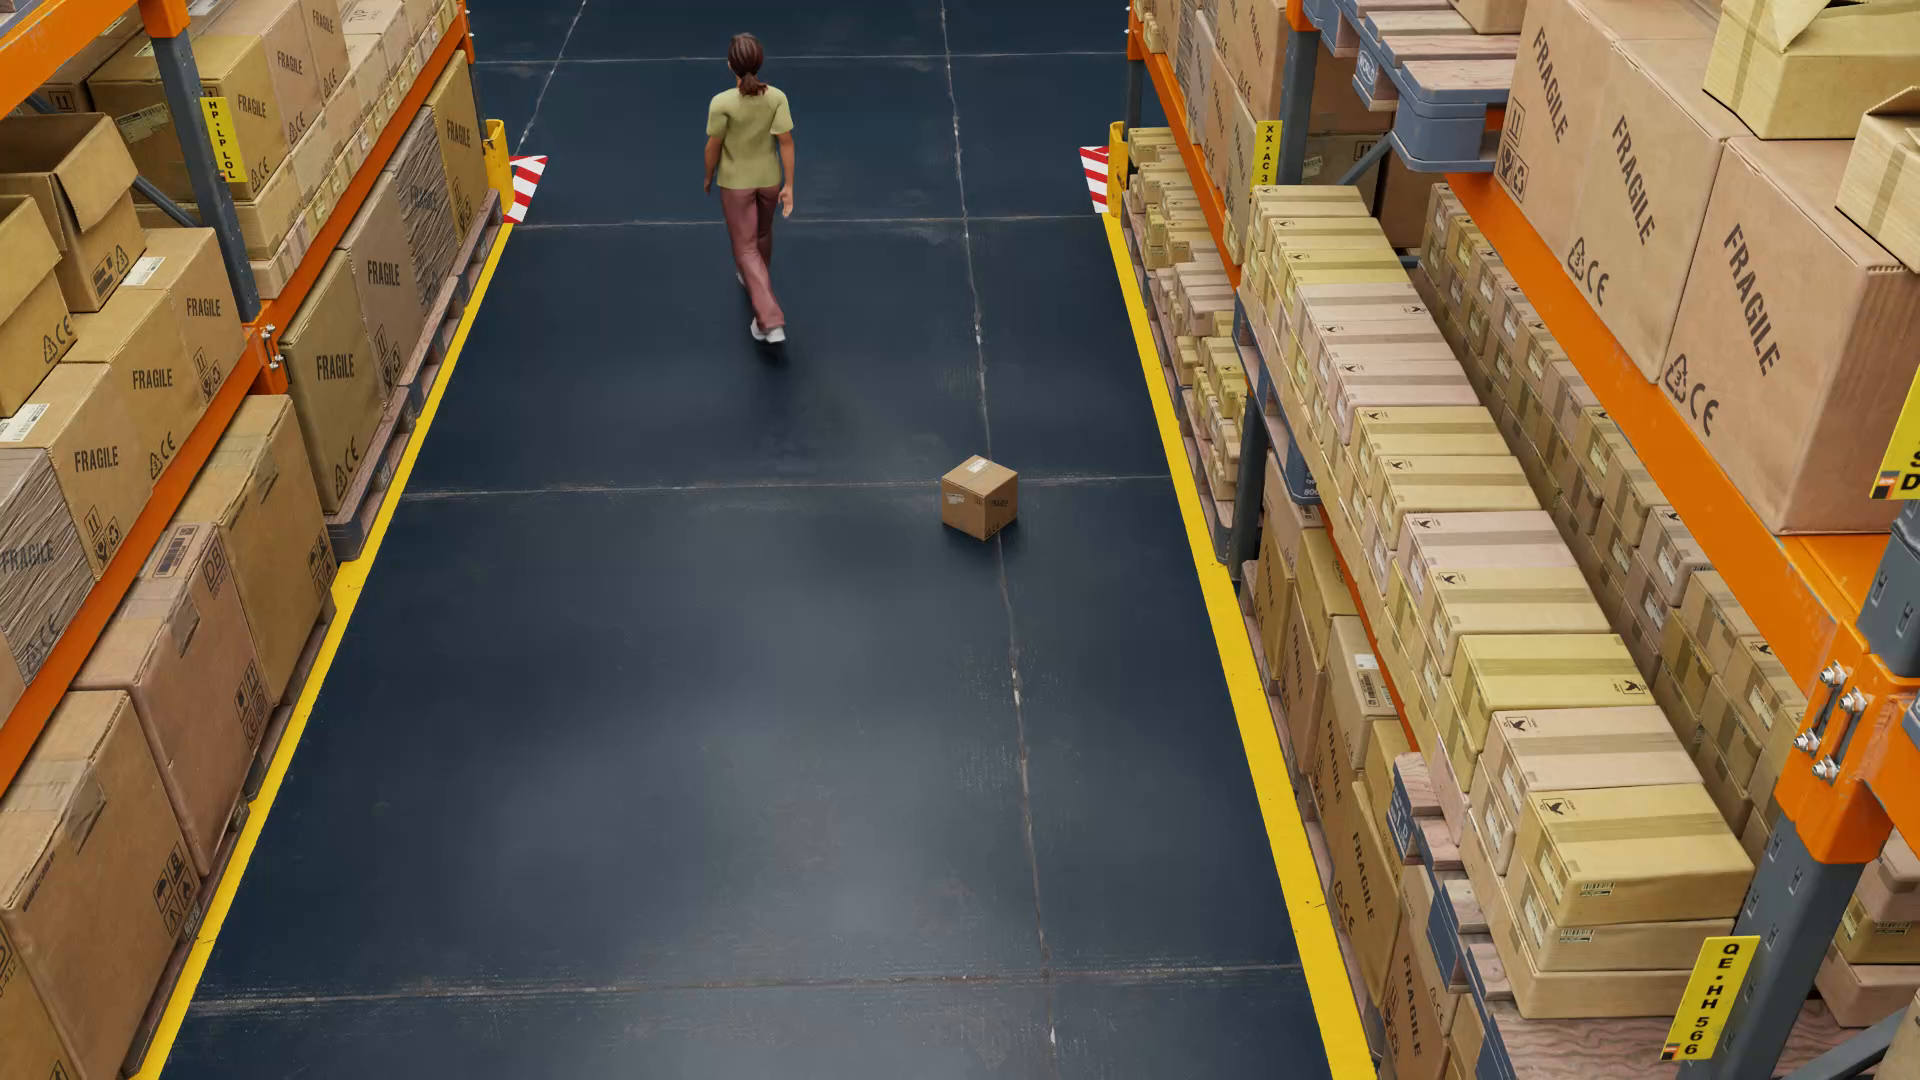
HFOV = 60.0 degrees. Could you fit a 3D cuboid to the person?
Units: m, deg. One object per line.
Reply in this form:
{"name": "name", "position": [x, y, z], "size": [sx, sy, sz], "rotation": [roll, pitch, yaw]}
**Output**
{"name": "person", "position": [-1.118, -1.896, 8.818], "size": [0.448, 1.627, 0.989], "rotation": [-16, 38, -21]}
